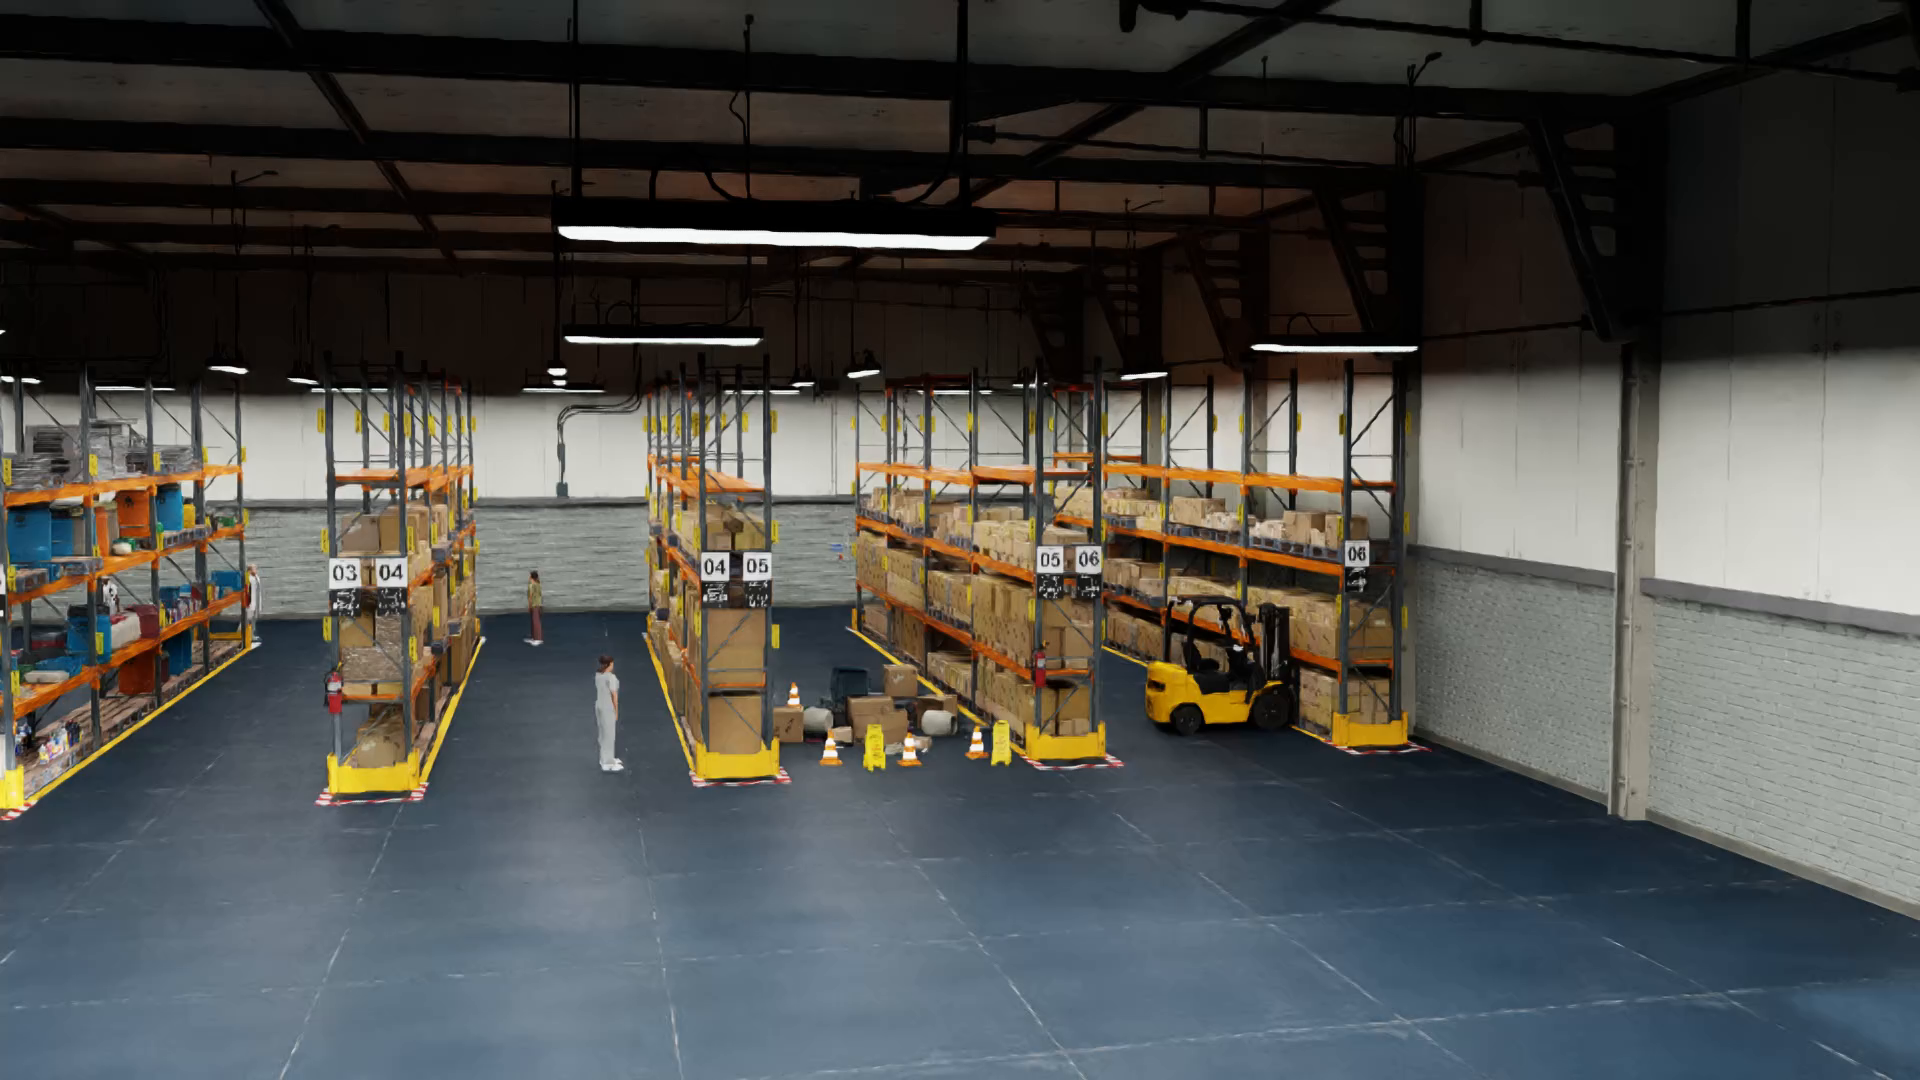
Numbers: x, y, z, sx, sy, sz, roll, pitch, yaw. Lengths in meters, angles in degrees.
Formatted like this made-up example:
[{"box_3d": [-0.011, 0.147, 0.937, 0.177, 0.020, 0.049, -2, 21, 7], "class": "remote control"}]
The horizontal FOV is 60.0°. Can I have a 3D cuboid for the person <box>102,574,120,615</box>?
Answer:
[{"box_3d": [-19.686, 1.521, 38.383, 0.447, 1.589, 1.088, -1, 4, -11], "class": "person"}]

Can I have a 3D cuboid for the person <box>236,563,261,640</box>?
[{"box_3d": [-16.462, 1.430, 38.459, 0.519, 1.770, 0.759, 1, 4, 14], "class": "person"}]

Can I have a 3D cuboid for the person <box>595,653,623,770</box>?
[{"box_3d": [-5.085, 2.473, 24.146, 0.432, 1.677, 0.496, -4, 6, -44], "class": "person"}]

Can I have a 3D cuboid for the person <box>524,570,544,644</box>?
[{"box_3d": [-9.714, 1.519, 37.869, 0.575, 1.665, 0.572, 1, 4, 8], "class": "person"}]
